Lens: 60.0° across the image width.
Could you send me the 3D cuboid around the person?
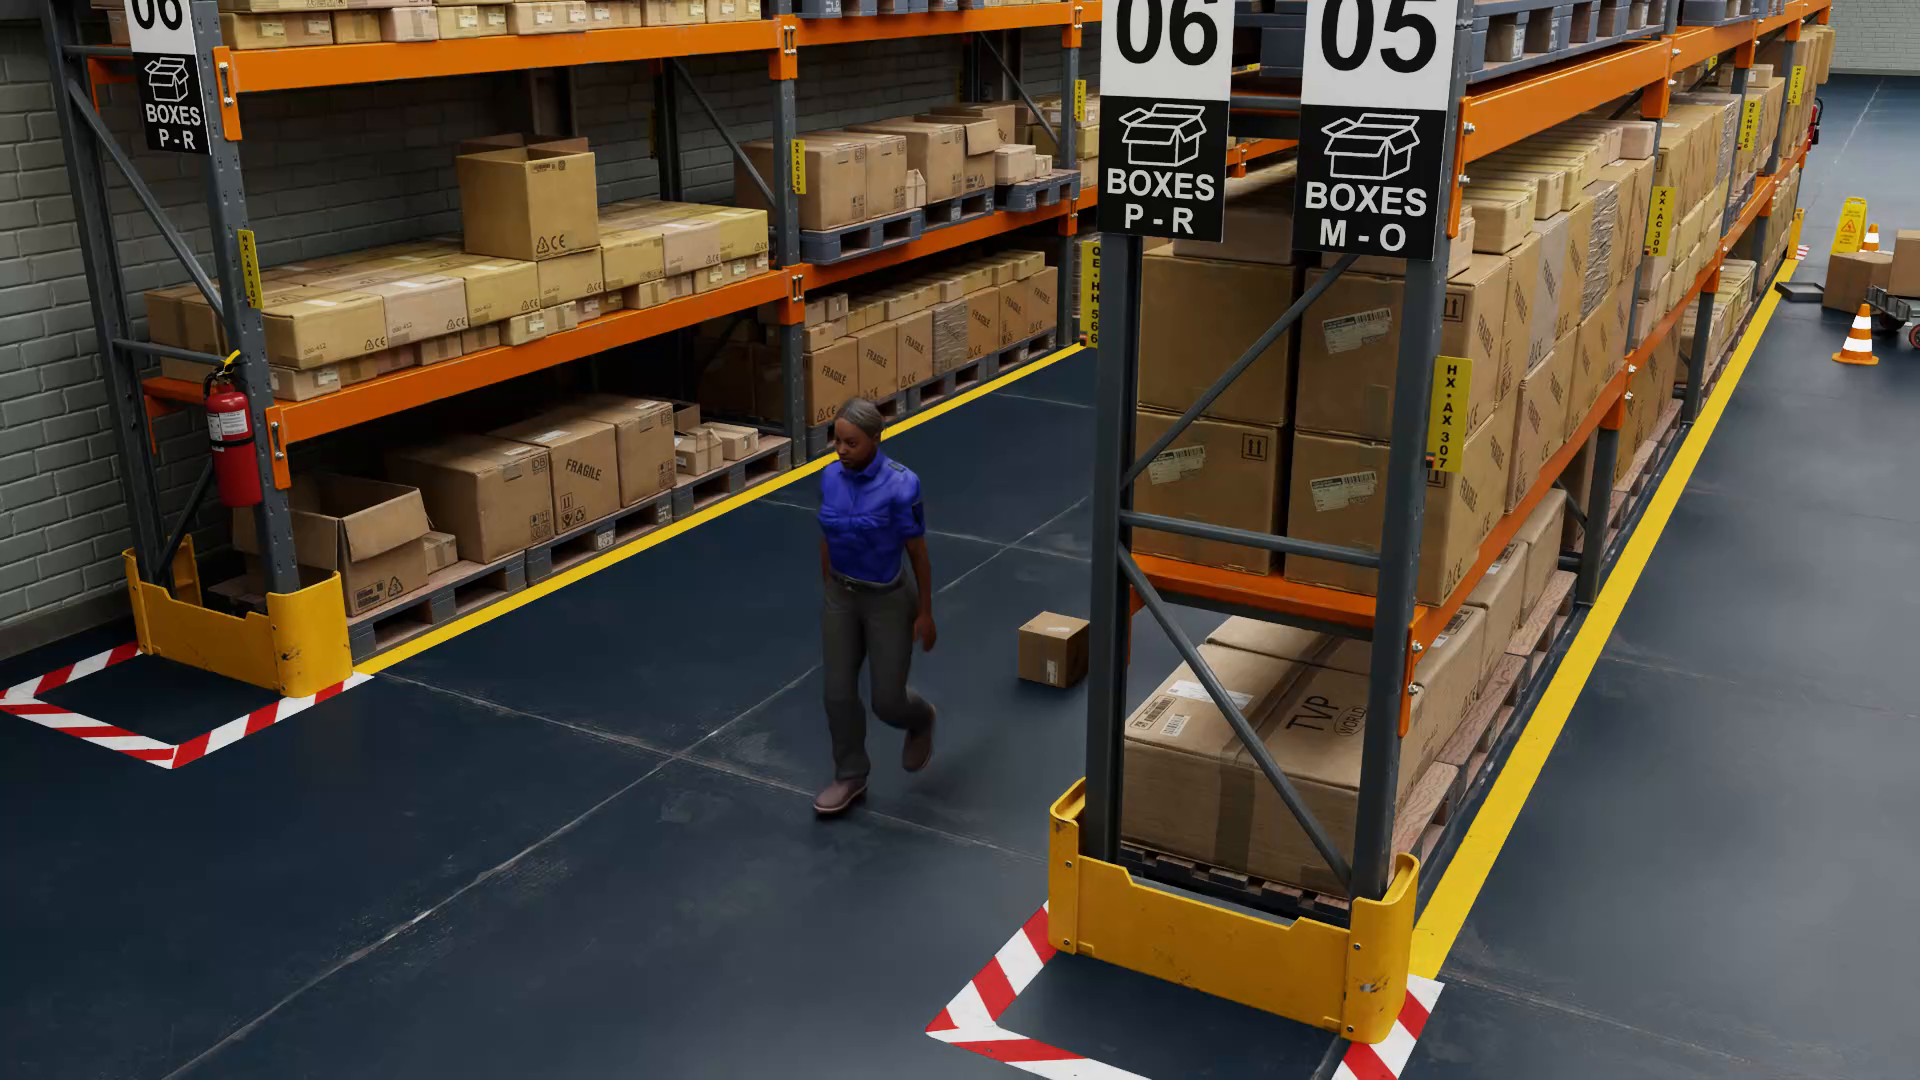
[{"bbox_3d":[-0.303,0.231,6.359,0.496,1.645,0.580,10,22,26],"label":"person"}]
